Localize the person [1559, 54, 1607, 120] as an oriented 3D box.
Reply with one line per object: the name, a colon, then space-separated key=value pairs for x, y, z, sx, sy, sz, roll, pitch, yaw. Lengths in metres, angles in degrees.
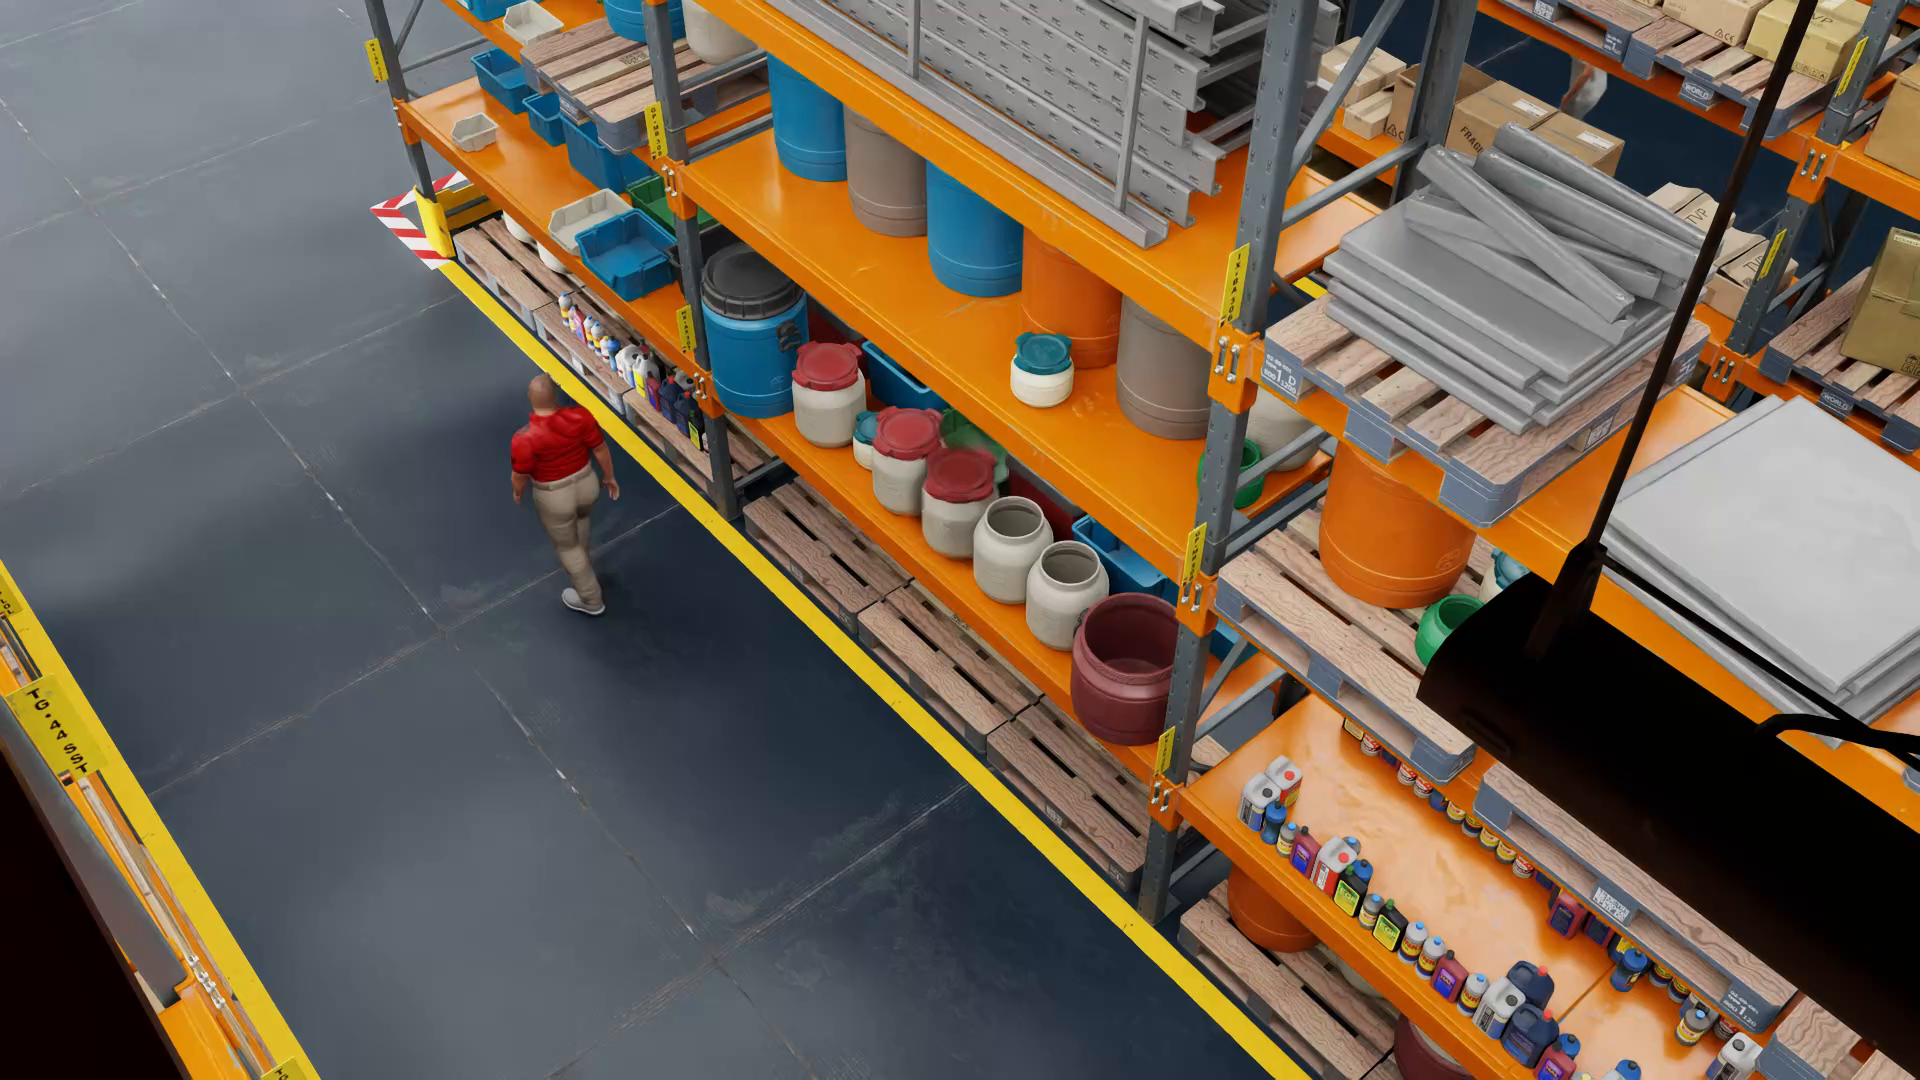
person: x=5.020 y=-3.539 z=13.219 sx=0.600 sy=1.654 sz=0.534 roll=28 pitch=53 yaw=24

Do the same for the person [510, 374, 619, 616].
person: x=-2.428 y=-0.340 z=10.100 sx=0.570 sy=1.696 sz=0.692 roll=-33 pitch=55 yaw=-28
